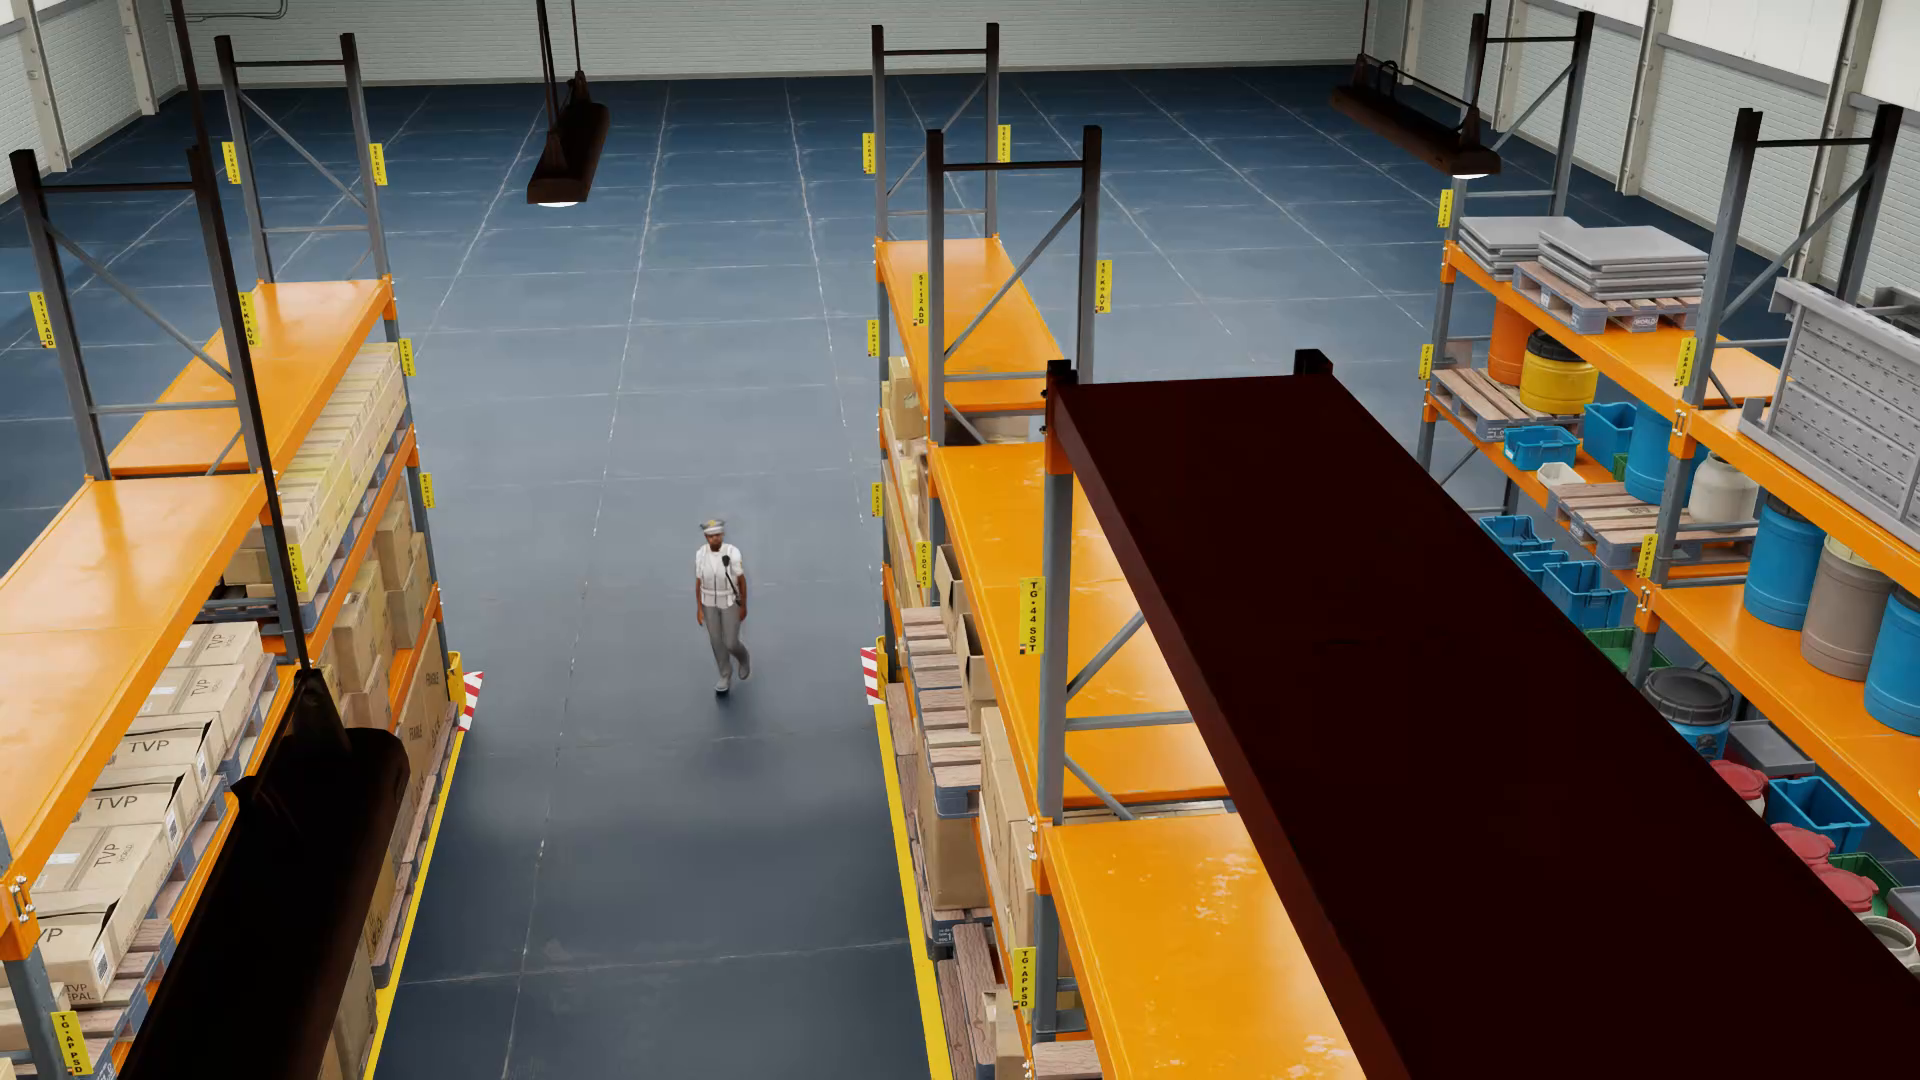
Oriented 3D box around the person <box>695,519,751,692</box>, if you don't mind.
[{"bbox_3d":[-2.189,0.576,15.306,0.454,1.686,0.466,7,26,15],"label":"person"}]
